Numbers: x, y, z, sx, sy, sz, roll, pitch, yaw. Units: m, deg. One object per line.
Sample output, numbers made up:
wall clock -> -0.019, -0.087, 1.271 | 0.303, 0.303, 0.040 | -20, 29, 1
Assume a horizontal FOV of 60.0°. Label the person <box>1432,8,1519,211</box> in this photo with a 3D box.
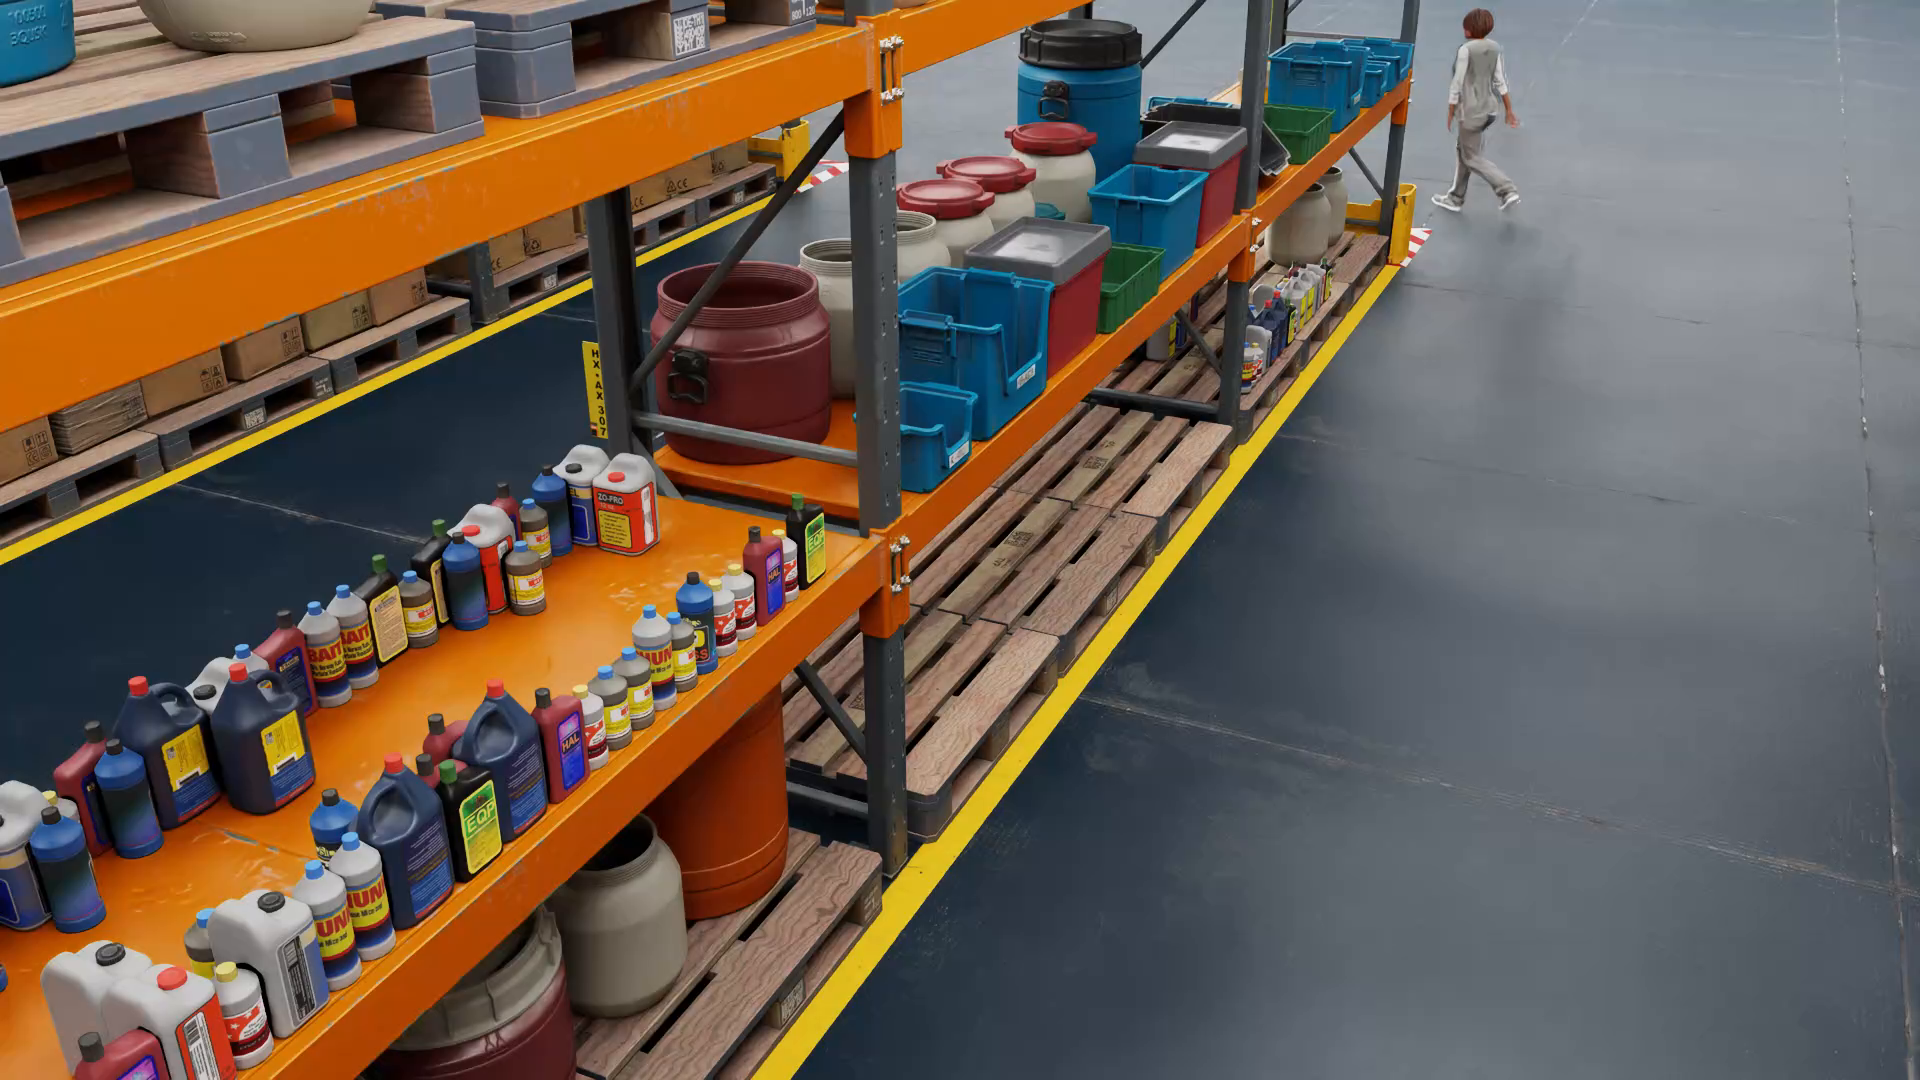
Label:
person -> 3.990, -3.243, 12.703 | 0.510, 1.557, 0.806 | -16, 31, -29
